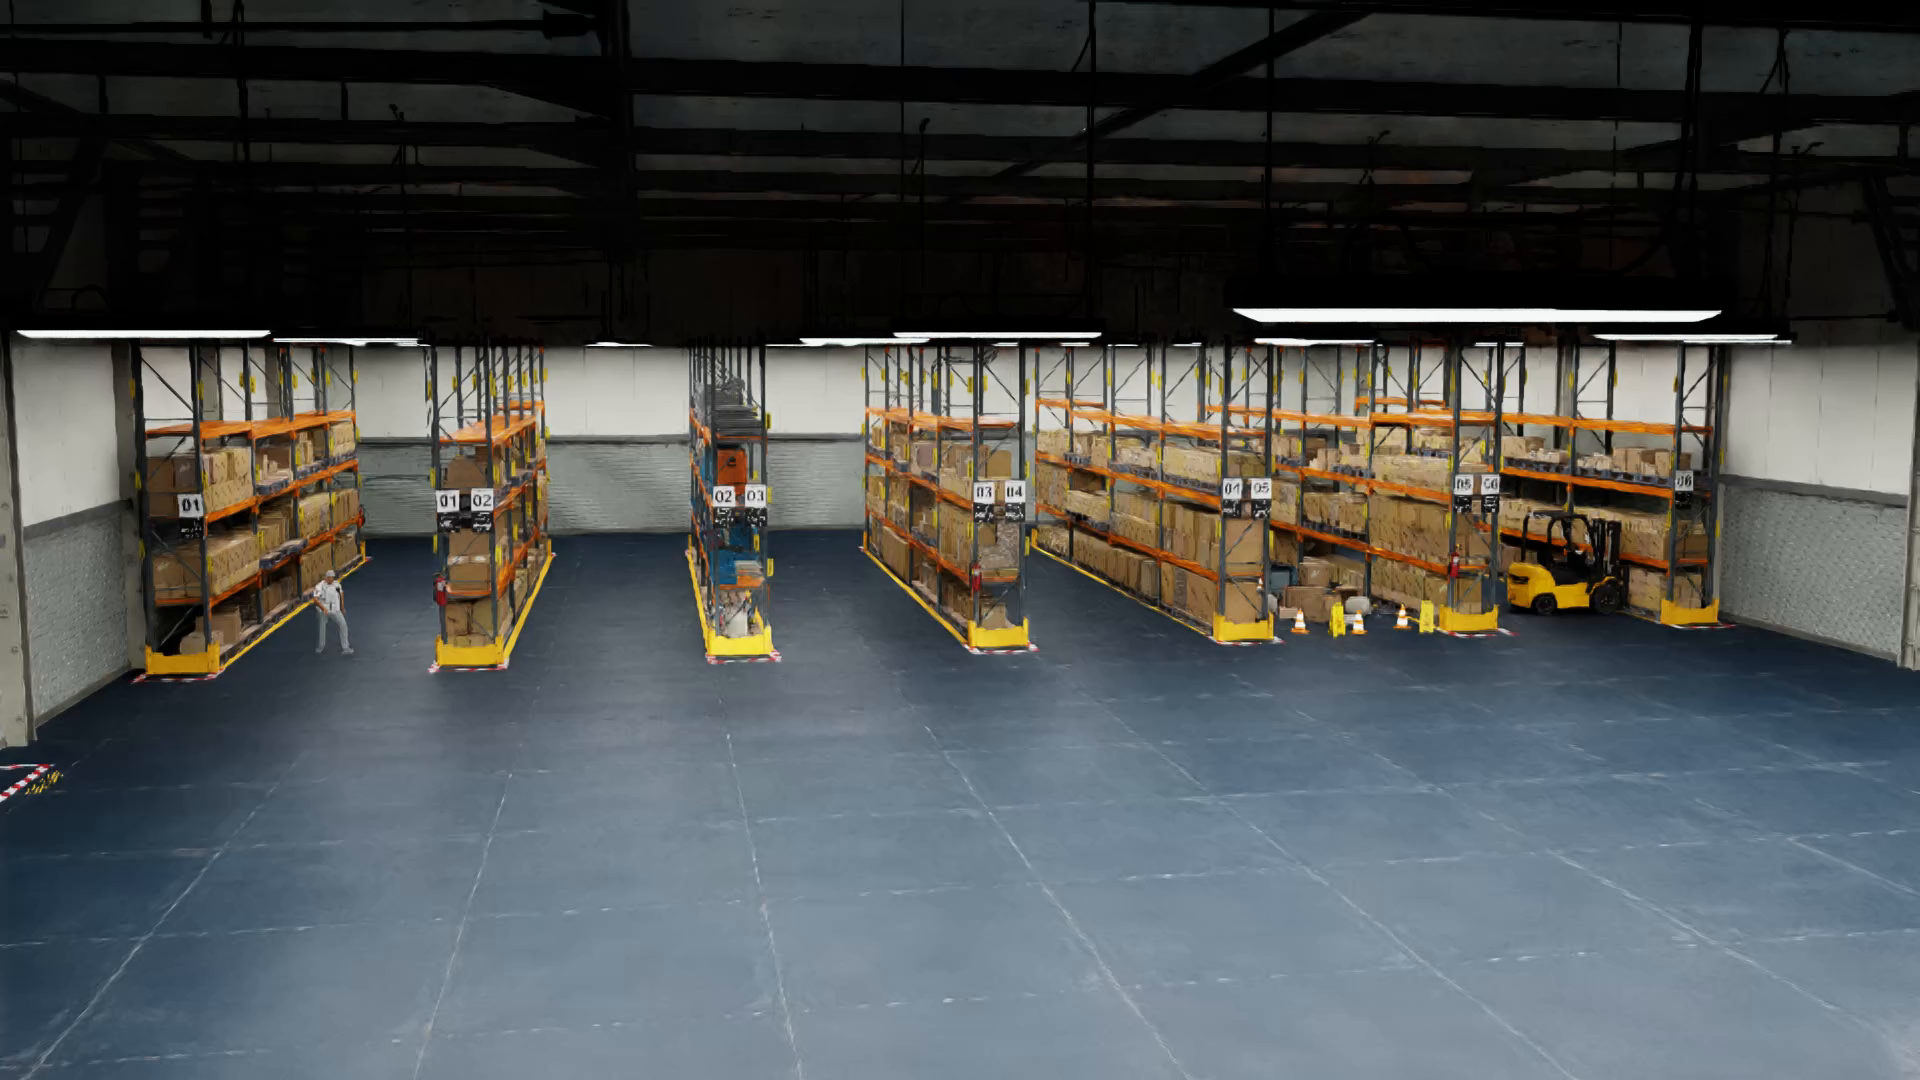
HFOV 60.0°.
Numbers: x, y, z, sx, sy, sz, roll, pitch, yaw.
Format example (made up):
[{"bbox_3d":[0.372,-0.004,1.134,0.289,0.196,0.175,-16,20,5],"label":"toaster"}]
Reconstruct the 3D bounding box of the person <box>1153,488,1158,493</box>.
[{"bbox_3d":[6.243,-1.044,51.757,0.443,1.667,0.619,-5,8,-38],"label":"person"}]

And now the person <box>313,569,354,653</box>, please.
[{"bbox_3d":[-11.876,1.336,31.388,0.647,1.602,0.767,-4,8,-31],"label":"person"}]
